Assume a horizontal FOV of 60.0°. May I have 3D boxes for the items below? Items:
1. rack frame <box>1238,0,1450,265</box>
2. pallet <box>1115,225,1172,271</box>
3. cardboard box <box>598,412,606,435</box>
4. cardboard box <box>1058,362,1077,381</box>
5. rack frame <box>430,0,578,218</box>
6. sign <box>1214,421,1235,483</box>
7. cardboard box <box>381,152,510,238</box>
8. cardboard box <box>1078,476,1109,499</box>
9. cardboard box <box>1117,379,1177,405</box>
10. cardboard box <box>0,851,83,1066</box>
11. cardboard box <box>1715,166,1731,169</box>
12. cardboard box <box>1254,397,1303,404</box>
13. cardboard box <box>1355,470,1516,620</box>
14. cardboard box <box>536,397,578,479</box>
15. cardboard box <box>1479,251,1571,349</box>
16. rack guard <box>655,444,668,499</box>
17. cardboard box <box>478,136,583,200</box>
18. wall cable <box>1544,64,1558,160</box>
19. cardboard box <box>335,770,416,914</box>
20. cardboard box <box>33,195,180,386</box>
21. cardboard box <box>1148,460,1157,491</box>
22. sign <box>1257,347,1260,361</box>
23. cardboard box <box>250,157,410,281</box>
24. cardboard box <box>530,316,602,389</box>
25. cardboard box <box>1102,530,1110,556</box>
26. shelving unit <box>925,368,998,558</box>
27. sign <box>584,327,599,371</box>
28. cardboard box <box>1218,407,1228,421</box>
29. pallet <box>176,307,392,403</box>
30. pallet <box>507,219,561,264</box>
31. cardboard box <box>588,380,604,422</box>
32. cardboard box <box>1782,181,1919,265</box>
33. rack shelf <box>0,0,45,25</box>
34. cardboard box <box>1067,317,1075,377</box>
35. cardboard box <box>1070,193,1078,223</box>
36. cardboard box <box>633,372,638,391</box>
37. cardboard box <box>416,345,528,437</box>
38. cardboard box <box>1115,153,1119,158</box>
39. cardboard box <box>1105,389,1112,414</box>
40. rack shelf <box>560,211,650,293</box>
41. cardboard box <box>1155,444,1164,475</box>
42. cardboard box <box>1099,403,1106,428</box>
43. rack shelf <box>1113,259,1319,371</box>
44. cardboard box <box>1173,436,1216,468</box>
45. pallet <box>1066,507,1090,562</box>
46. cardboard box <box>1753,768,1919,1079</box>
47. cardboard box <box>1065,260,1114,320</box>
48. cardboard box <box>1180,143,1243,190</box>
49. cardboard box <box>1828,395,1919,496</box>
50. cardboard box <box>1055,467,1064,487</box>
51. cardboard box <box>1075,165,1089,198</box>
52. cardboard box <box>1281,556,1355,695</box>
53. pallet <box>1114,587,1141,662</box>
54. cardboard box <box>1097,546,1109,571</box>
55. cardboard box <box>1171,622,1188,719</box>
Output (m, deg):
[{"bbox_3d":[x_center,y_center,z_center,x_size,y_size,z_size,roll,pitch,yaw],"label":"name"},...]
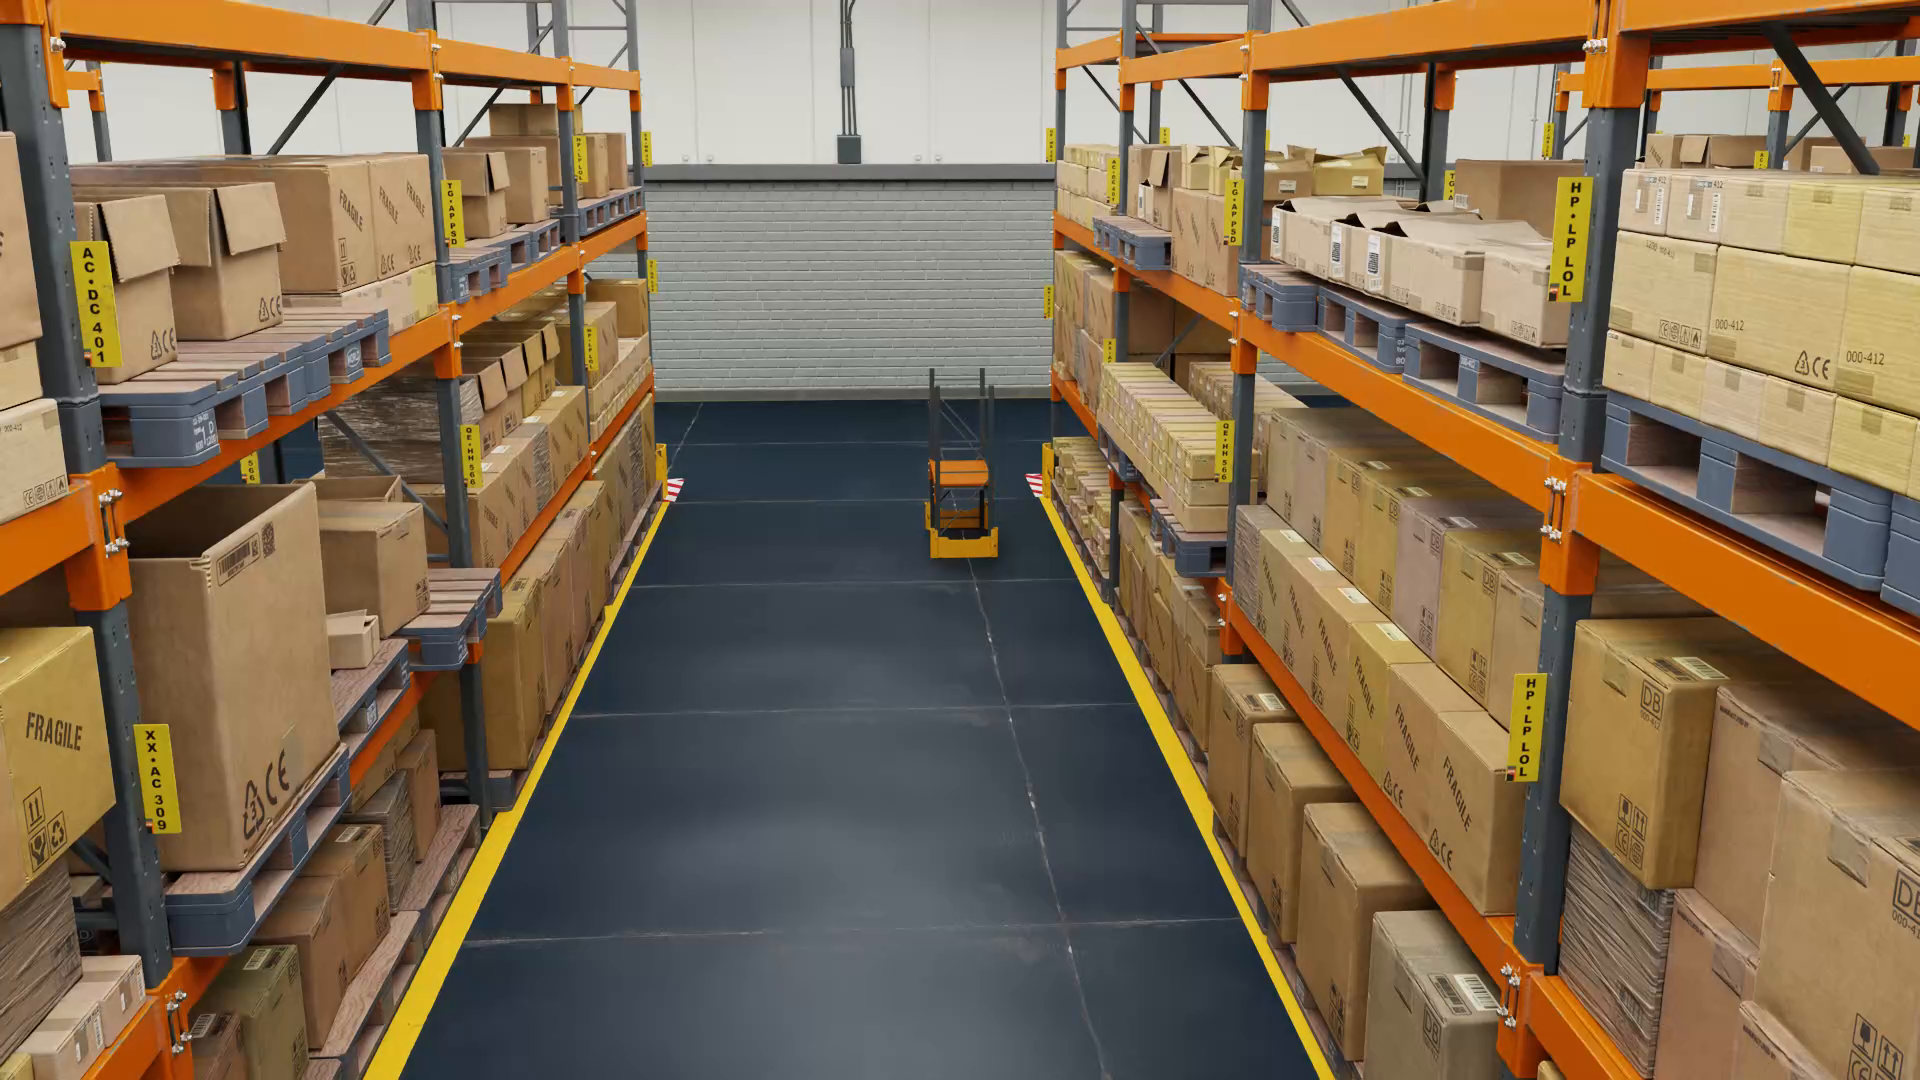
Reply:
[{"bbox_3d":[1.915,-2.851,8.048,1.000,3.000,0.127,-1,14,-3],"label":"rack frame"},{"bbox_3d":[1.667,-1.889,10.706,1.213,0.211,1.003,-1,14,-3],"label":"pallet"},{"bbox_3d":[-2.992,-0.911,13.053,0.380,0.149,0.250,-1,14,-5],"label":"cardboard box"},{"bbox_3d":[1.133,-1.598,15.720,0.380,0.149,0.250,-1,14,-5],"label":"cardboard box"},{"bbox_3d":[-3.289,-3.794,11.715,1.000,3.000,0.127,-1,14,-3],"label":"rack frame"},{"bbox_3d":[1.374,-0.457,8.620,0.100,0.325,0.005,-1,14,-3],"label":"sign"},{"bbox_3d":[-3.189,-2.108,10.130,0.797,0.503,0.637,-1,14,-4],"label":"cardboard box"},{"bbox_3d":[1.231,-0.459,14.475,0.380,0.149,0.250,-1,14,-5],"label":"cardboard box"},{"bbox_3d":[1.282,-1.010,11.400,0.380,0.149,0.250,-1,14,-4],"label":"cardboard box"},{"bbox_3d":[-2.828,1.021,4.241,0.875,0.500,0.500,-1,14,-3],"label":"cardboard box"},{"bbox_3d":[6.243,-2.835,13.233,0.396,0.266,0.258,0,14,-2],"label":"cardboard box"},{"bbox_3d":[1.985,-0.822,10.670,0.380,0.149,0.250,-1,14,-4],"label":"cardboard box"},{"bbox_3d":[2.032,0.014,6.745,0.700,0.500,0.500,-1,14,-4],"label":"cardboard box"},{"bbox_3d":[-2.964,-0.702,11.535,0.500,0.500,0.500,0,14,-2],"label":"cardboard box"},{"bbox_3d":[1.960,-0.756,5.183,0.500,0.250,0.500,-1,14,-3],"label":"cardboard box"},{"bbox_3d":[-3.539,-0.679,16.663,1.175,0.500,0.348,-1,14,-3],"label":"rack guard"},{"bbox_3d":[-3.427,-2.970,13.284,0.700,0.500,0.500,0,14,-1],"label":"cardboard box"},{"bbox_3d":[9.254,-6.415,21.825,2.988,3.039,0.133,-1,14,-3],"label":"wall cable"},{"bbox_3d":[-2.933,1.407,7.671,0.700,0.500,0.500,-2,15,-8],"label":"cardboard box"},{"bbox_3d":[-2.724,-0.724,4.751,0.797,0.503,0.637,-2,15,-6],"label":"cardboard box"},{"bbox_3d":[1.366,-0.398,10.214,0.380,0.149,0.250,-2,15,-6],"label":"cardboard box"},{"bbox_3d":[2.221,-1.511,12.555,0.100,0.325,0.005,-1,14,-3],"label":"sign"},{"bbox_3d":[-2.720,-1.395,7.206,0.500,0.500,0.500,-1,14,-4],"label":"cardboard box"},{"bbox_3d":[-3.064,-1.447,12.829,0.500,0.500,0.500,-1,14,-3],"label":"cardboard box"},{"bbox_3d":[1.331,0.019,13.213,0.380,0.149,0.250,-1,14,-2],"label":"cardboard box"},{"bbox_3d":[0.005,-0.707,14.766,0.587,1.500,1.083,-1,14,-3],"label":"shelving unit"},{"bbox_3d":[-2.748,-1.422,12.370,0.100,0.325,0.005,-1,14,-3],"label":"sign"},{"bbox_3d":[1.955,-0.810,11.221,0.380,0.149,0.250,-2,15,-6],"label":"cardboard box"},{"bbox_3d":[-2.793,-0.674,5.984,1.213,0.211,1.003,-1,14,-3],"label":"pallet"},{"bbox_3d":[-3.183,-2.022,11.229,0.805,0.209,1.217,-1,15,-6],"label":"pallet"},{"bbox_3d":[-3.057,-1.081,12.914,0.500,0.250,0.500,-1,14,-4],"label":"cardboard box"},{"bbox_3d":[1.895,-0.635,3.314,0.380,0.149,0.250,-1,14,-4],"label":"cardboard box"},{"bbox_3d":[-2.670,-0.957,2.139,1.077,0.370,4.000,-1,14,-3],"label":"rack shelf"},{"bbox_3d":[1.248,-1.757,15.038,0.500,0.500,0.500,-1,14,-3],"label":"cardboard box"},{"bbox_3d":[1.265,-2.941,14.718,0.500,0.250,0.500,-1,14,-5],"label":"cardboard box"},{"bbox_3d":[-3.122,-1.425,15.048,0.380,0.149,0.250,-1,14,-5],"label":"cardboard box"},{"bbox_3d":[-3.156,-0.939,10.444,0.797,0.503,0.637,0,14,-2],"label":"cardboard box"},{"bbox_3d":[1.375,-2.829,12.481,0.380,0.149,0.250,-2,15,-6],"label":"cardboard box"},{"bbox_3d":[1.251,-0.997,11.945,0.380,0.149,0.250,-1,14,-5],"label":"cardboard box"},{"bbox_3d":[-3.413,-2.491,14.111,1.077,0.370,4.000,-1,14,-3],"label":"rack shelf"},{"bbox_3d":[1.378,-0.481,9.942,0.380,0.149,0.250,-1,14,-3],"label":"cardboard box"},{"bbox_3d":[1.233,-0.917,12.233,0.380,0.149,0.250,-2,15,-6],"label":"cardboard box"},{"bbox_3d":[1.791,-1.547,10.445,1.077,0.370,4.000,-1,14,-3],"label":"rack shelf"},{"bbox_3d":[1.414,-0.493,9.390,0.380,0.149,0.250,-1,14,-4],"label":"cardboard box"},{"bbox_3d":[1.512,-0.061,14.839,1.003,0.211,1.213,-1,14,-3],"label":"pallet"},{"bbox_3d":[2.198,0.817,3.362,0.875,0.550,0.550,-1,14,-3],"label":"cardboard box"},{"bbox_3d":[1.230,-2.241,14.913,0.500,0.500,0.500,-1,14,-5],"label":"cardboard box"},{"bbox_3d":[1.531,-2.234,9.932,0.396,0.266,0.258,-1,14,-3],"label":"cardboard box"},{"bbox_3d":[1.911,-0.185,3.166,0.380,0.149,0.250,-1,14,-4],"label":"cardboard box"},{"bbox_3d":[1.132,-0.623,16.306,0.380,0.149,0.250,-1,14,-2],"label":"cardboard box"},{"bbox_3d":[1.273,-3.063,14.189,0.500,0.250,0.500,-1,14,-6],"label":"cardboard box"},{"bbox_3d":[1.739,0.374,7.354,0.500,0.500,0.500,-1,14,-3],"label":"cardboard box"},{"bbox_3d":[1.717,0.604,12.257,1.003,0.211,1.213,-1,14,-3],"label":"pallet"},{"bbox_3d":[1.303,0.144,13.324,0.380,0.149,0.250,-1,14,-3],"label":"cardboard box"},{"bbox_3d":[1.585,0.773,10.177,0.500,0.500,0.500,0,14,-1],"label":"cardboard box"}]
